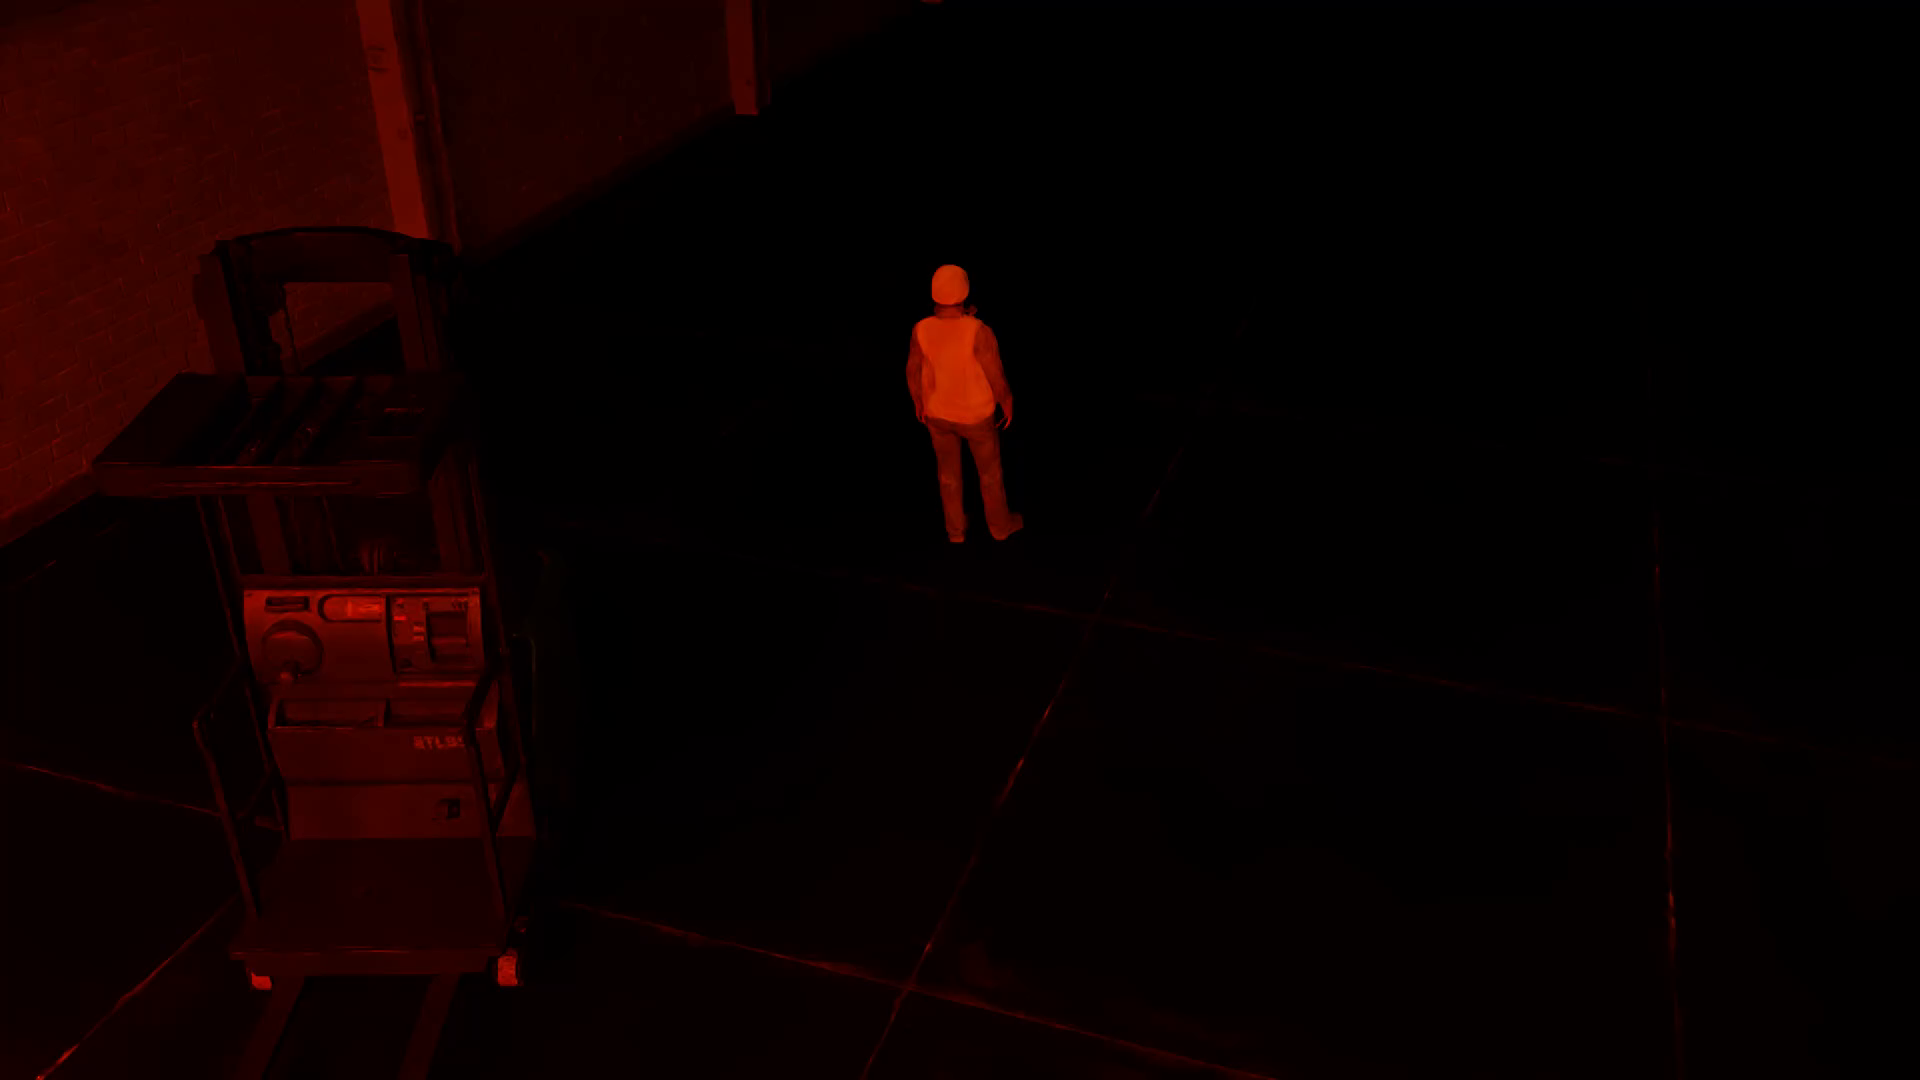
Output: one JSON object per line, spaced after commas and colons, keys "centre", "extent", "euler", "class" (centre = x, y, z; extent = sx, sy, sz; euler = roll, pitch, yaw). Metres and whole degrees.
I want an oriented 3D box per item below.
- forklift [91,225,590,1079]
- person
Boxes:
{"centre": [-2.351, 0.419, 6.402], "extent": [1.130, 2.935, 3.031], "euler": [-1, 30, -1], "class": "forklift"}
{"centre": [0.028, -0.805, 9.702], "extent": [0.632, 1.773, 0.567], "euler": [10, 31, 16], "class": "person"}
